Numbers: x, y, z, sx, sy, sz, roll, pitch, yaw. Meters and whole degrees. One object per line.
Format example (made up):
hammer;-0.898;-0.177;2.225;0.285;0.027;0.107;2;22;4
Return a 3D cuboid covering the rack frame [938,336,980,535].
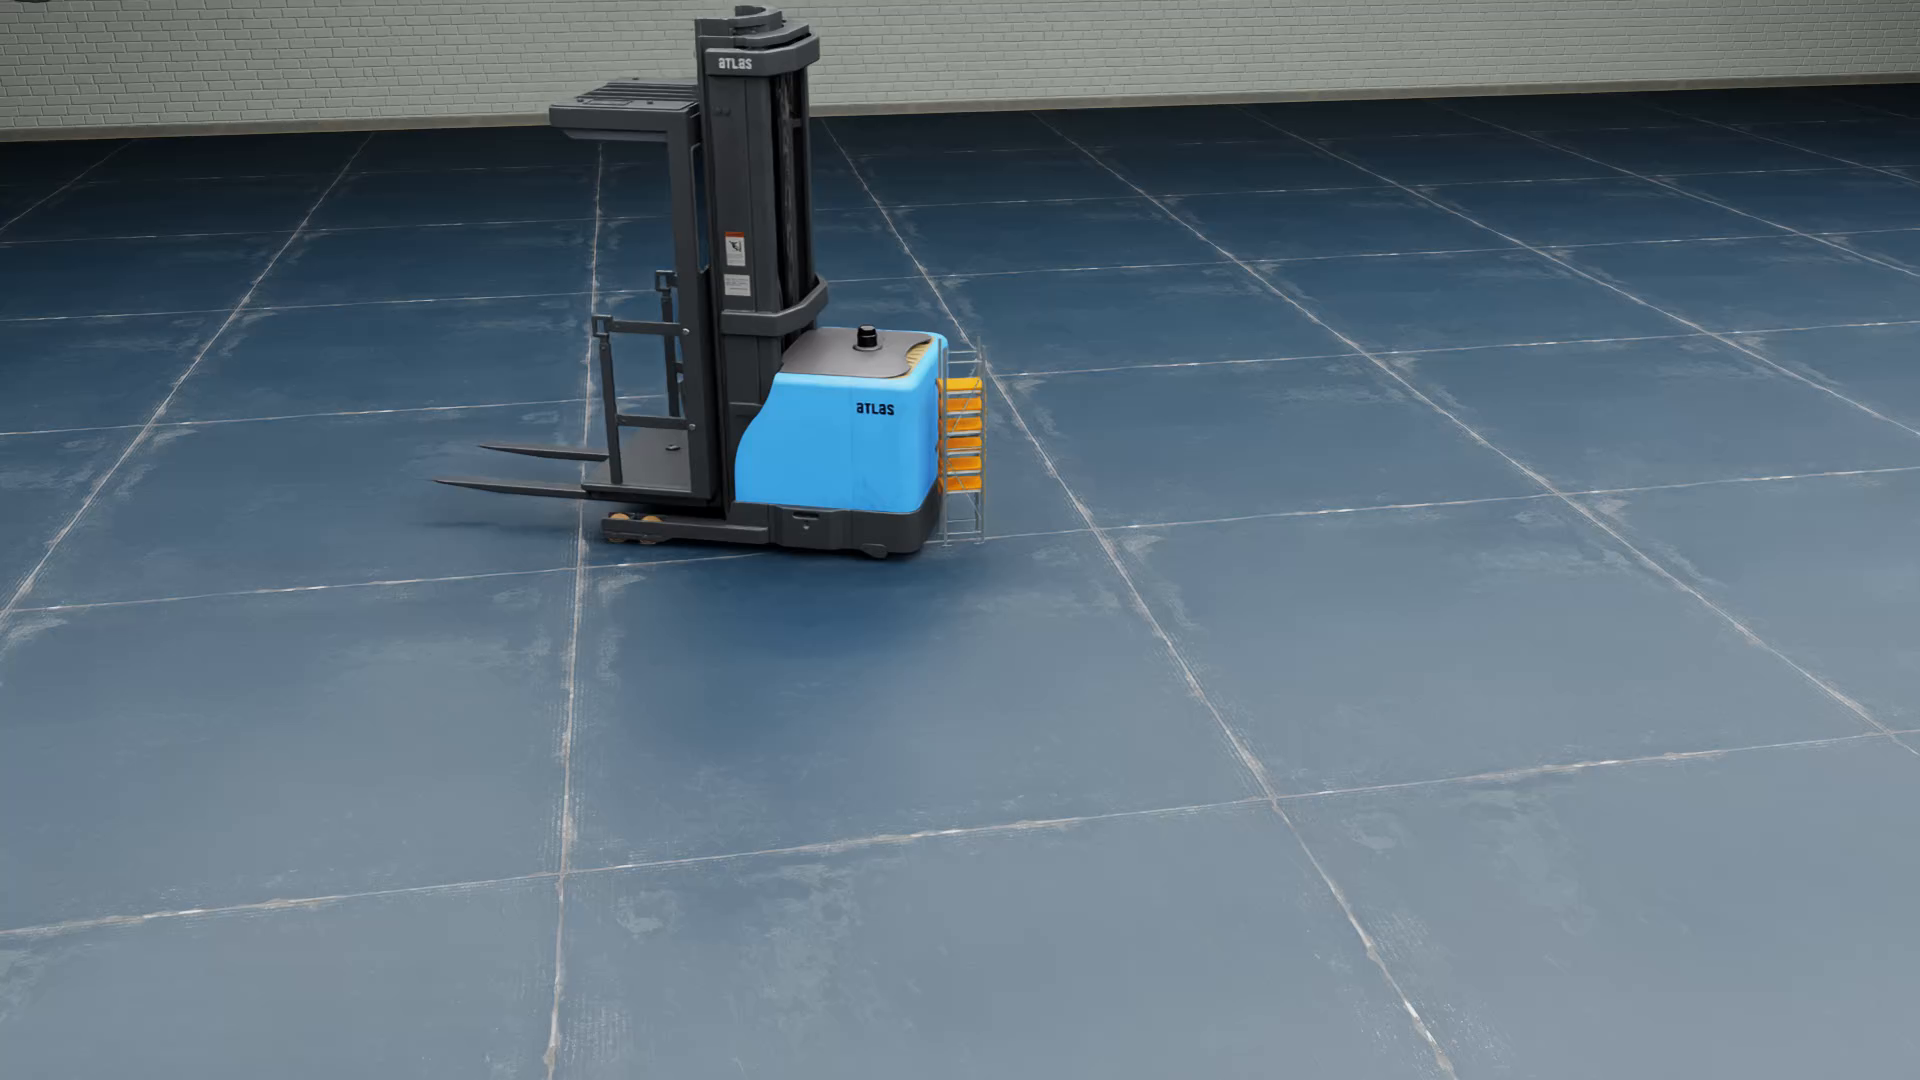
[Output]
rack frame;-0.005;-0.590;9.603;0.240;1.200;0.006;-4;24;-8

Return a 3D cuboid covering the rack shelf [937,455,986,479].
rack shelf;0.010;-0.404;9.586;0.258;0.103;0.180;-4;24;-8

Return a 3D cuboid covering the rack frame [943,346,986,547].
rack frame;0.024;-0.518;9.437;0.240;1.200;0.006;-4;24;-8

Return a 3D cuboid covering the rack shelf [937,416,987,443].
rack shelf;0.010;-0.624;9.490;0.258;0.103;0.180;-4;24;-8

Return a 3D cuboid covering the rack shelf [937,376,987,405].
rack shelf;0.010;-0.844;9.394;0.258;0.103;0.180;-4;24;-8

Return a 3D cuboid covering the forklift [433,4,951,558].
forklift;-1.626;-1.516;9.558;3.031;2.935;1.130;4;24;10

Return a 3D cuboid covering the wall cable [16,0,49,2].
wall cable;-12.773;-7.829;20.312;3.097;2.526;0.112;-4;24;-10

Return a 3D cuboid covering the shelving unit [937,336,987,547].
shelving unit;0.010;-0.554;9.520;0.258;1.200;0.189;-4;24;-8

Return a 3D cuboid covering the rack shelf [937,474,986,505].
rack shelf;0.010;-0.294;9.634;0.258;0.103;0.180;-4;24;-8

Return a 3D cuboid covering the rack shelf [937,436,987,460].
rack shelf;0.010;-0.514;9.538;0.258;0.103;0.180;-4;24;-8

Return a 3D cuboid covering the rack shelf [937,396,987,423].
rack shelf;0.010;-0.734;9.442;0.258;0.103;0.180;-4;24;-8
